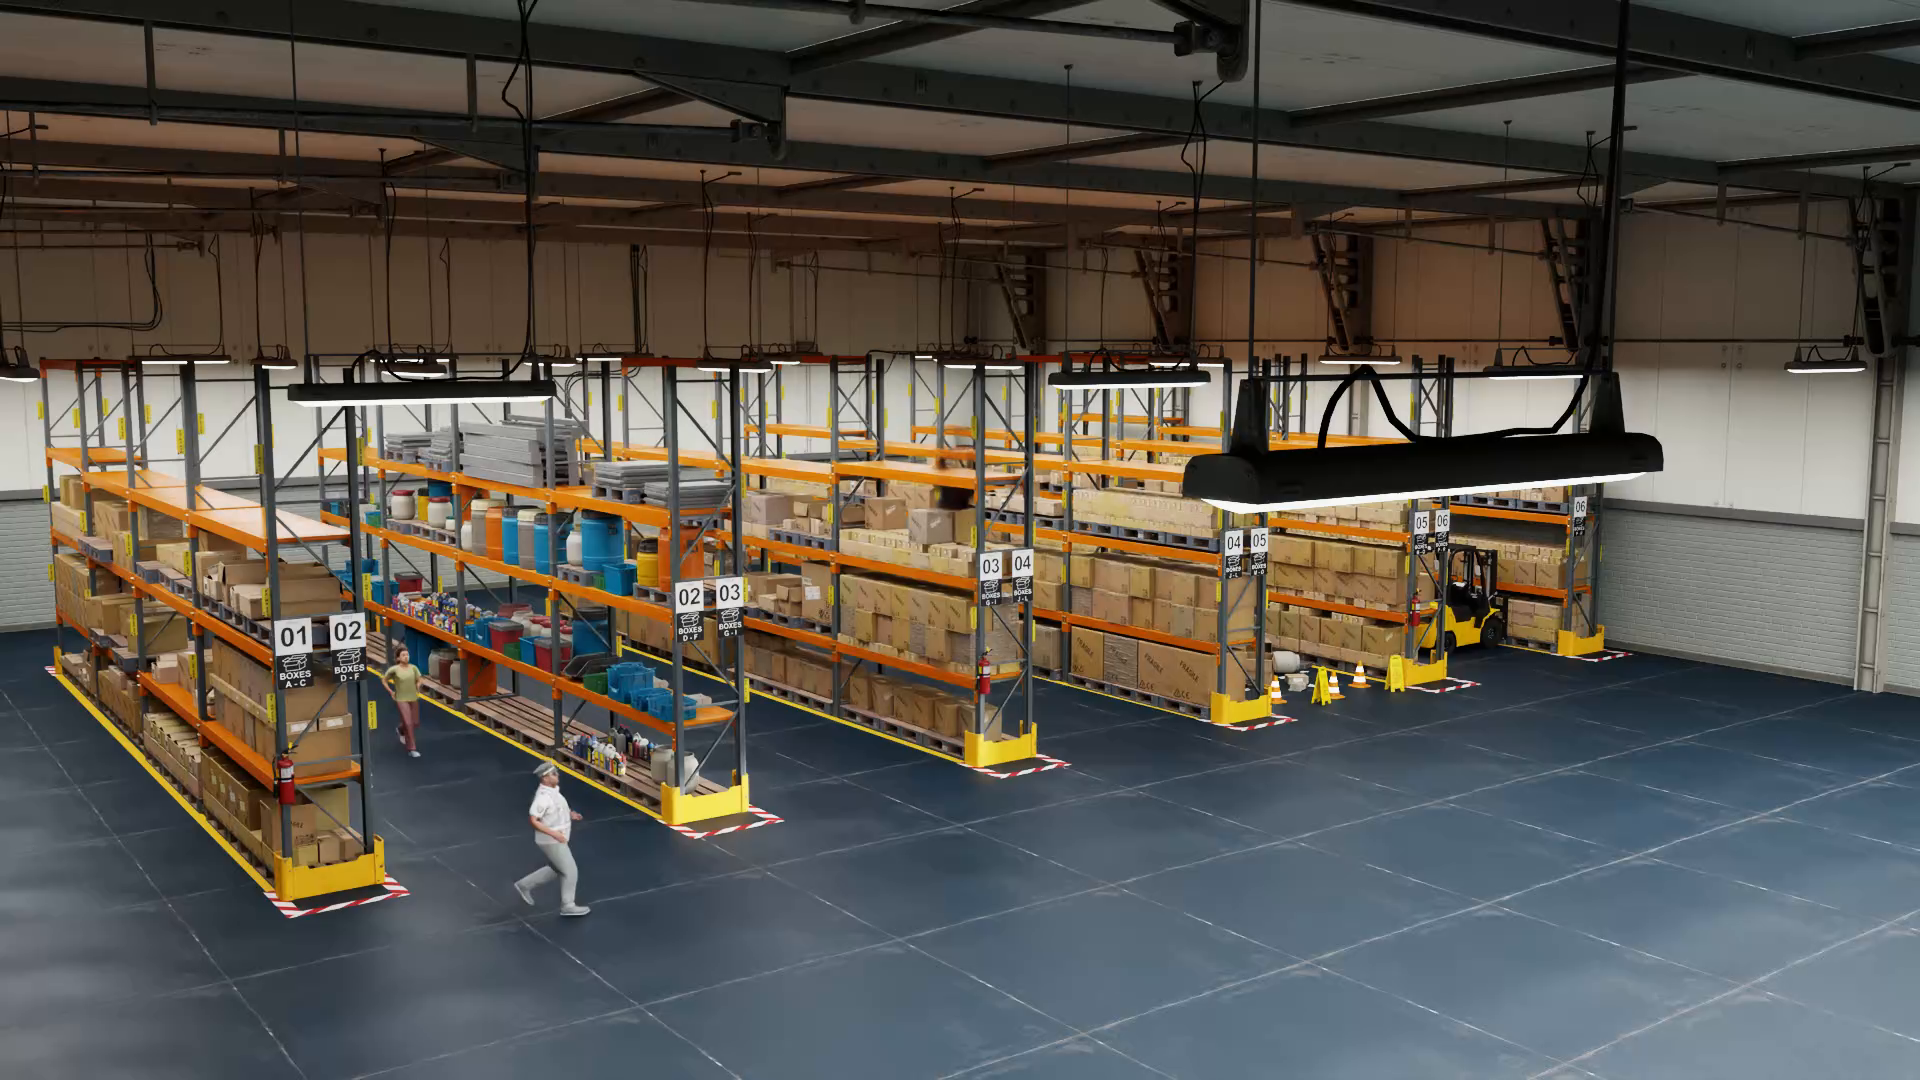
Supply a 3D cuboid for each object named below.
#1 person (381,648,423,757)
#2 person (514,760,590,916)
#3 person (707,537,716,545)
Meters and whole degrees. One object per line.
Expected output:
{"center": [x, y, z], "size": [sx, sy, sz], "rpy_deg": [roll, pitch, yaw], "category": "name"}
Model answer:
{"center": [-8.498, 2.586, 25.473], "size": [0.590, 1.388, 0.868], "rpy_deg": [-6, 9, -42], "category": "person"}
{"center": [-4.511, 3.274, 18.278], "size": [0.830, 1.746, 0.675], "rpy_deg": [-1, 7, -8], "category": "person"}
{"center": [-5.938, 0.775, 39.219], "size": [0.706, 1.714, 0.578], "rpy_deg": [-2, 7, -15], "category": "person"}
